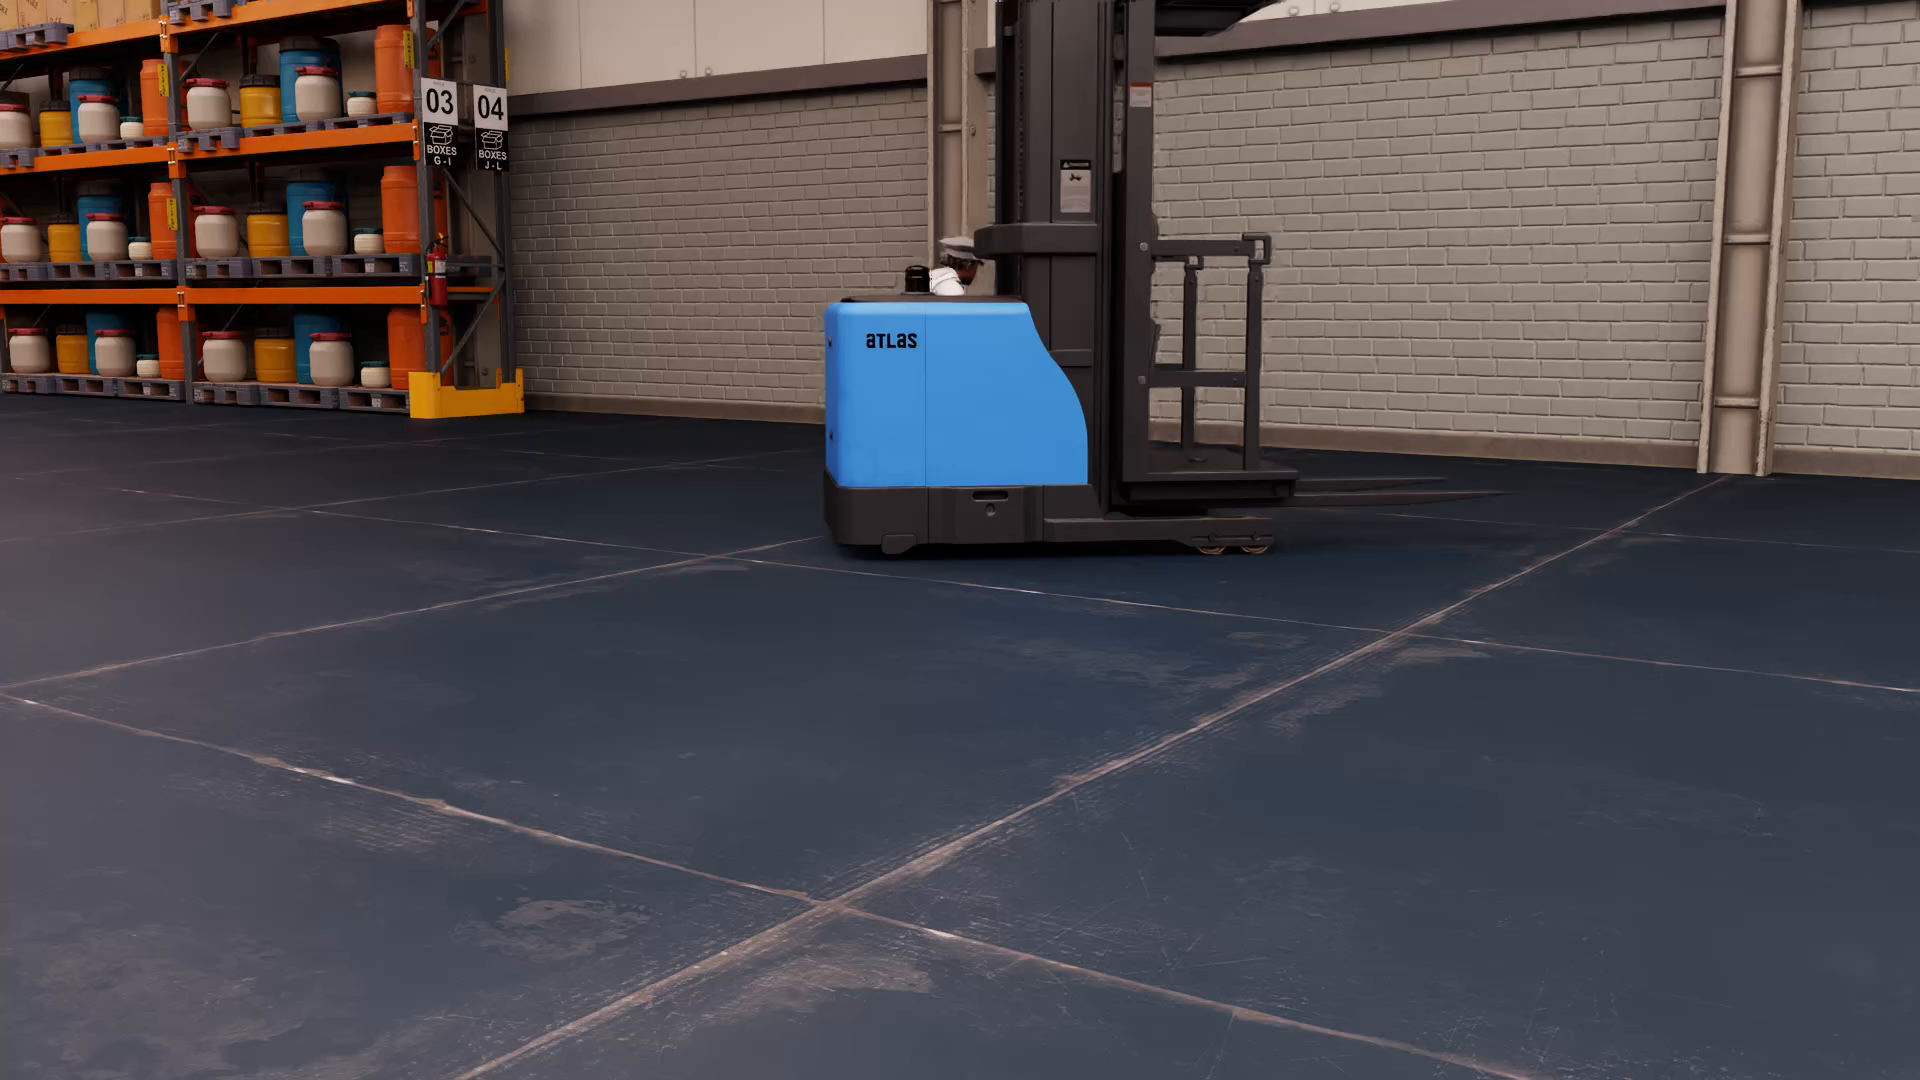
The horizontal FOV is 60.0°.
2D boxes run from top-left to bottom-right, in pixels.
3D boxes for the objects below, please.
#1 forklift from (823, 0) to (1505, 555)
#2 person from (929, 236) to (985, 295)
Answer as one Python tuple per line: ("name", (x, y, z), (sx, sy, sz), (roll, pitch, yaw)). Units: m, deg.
("forklift", (0.918, -1.459, 7.450), (3.031, 2.935, 1.130), (-1, 8, -8))
("person", (0.099, -0.875, 8.698), (0.900, 1.416, 1.095), (-4, 9, -29))
